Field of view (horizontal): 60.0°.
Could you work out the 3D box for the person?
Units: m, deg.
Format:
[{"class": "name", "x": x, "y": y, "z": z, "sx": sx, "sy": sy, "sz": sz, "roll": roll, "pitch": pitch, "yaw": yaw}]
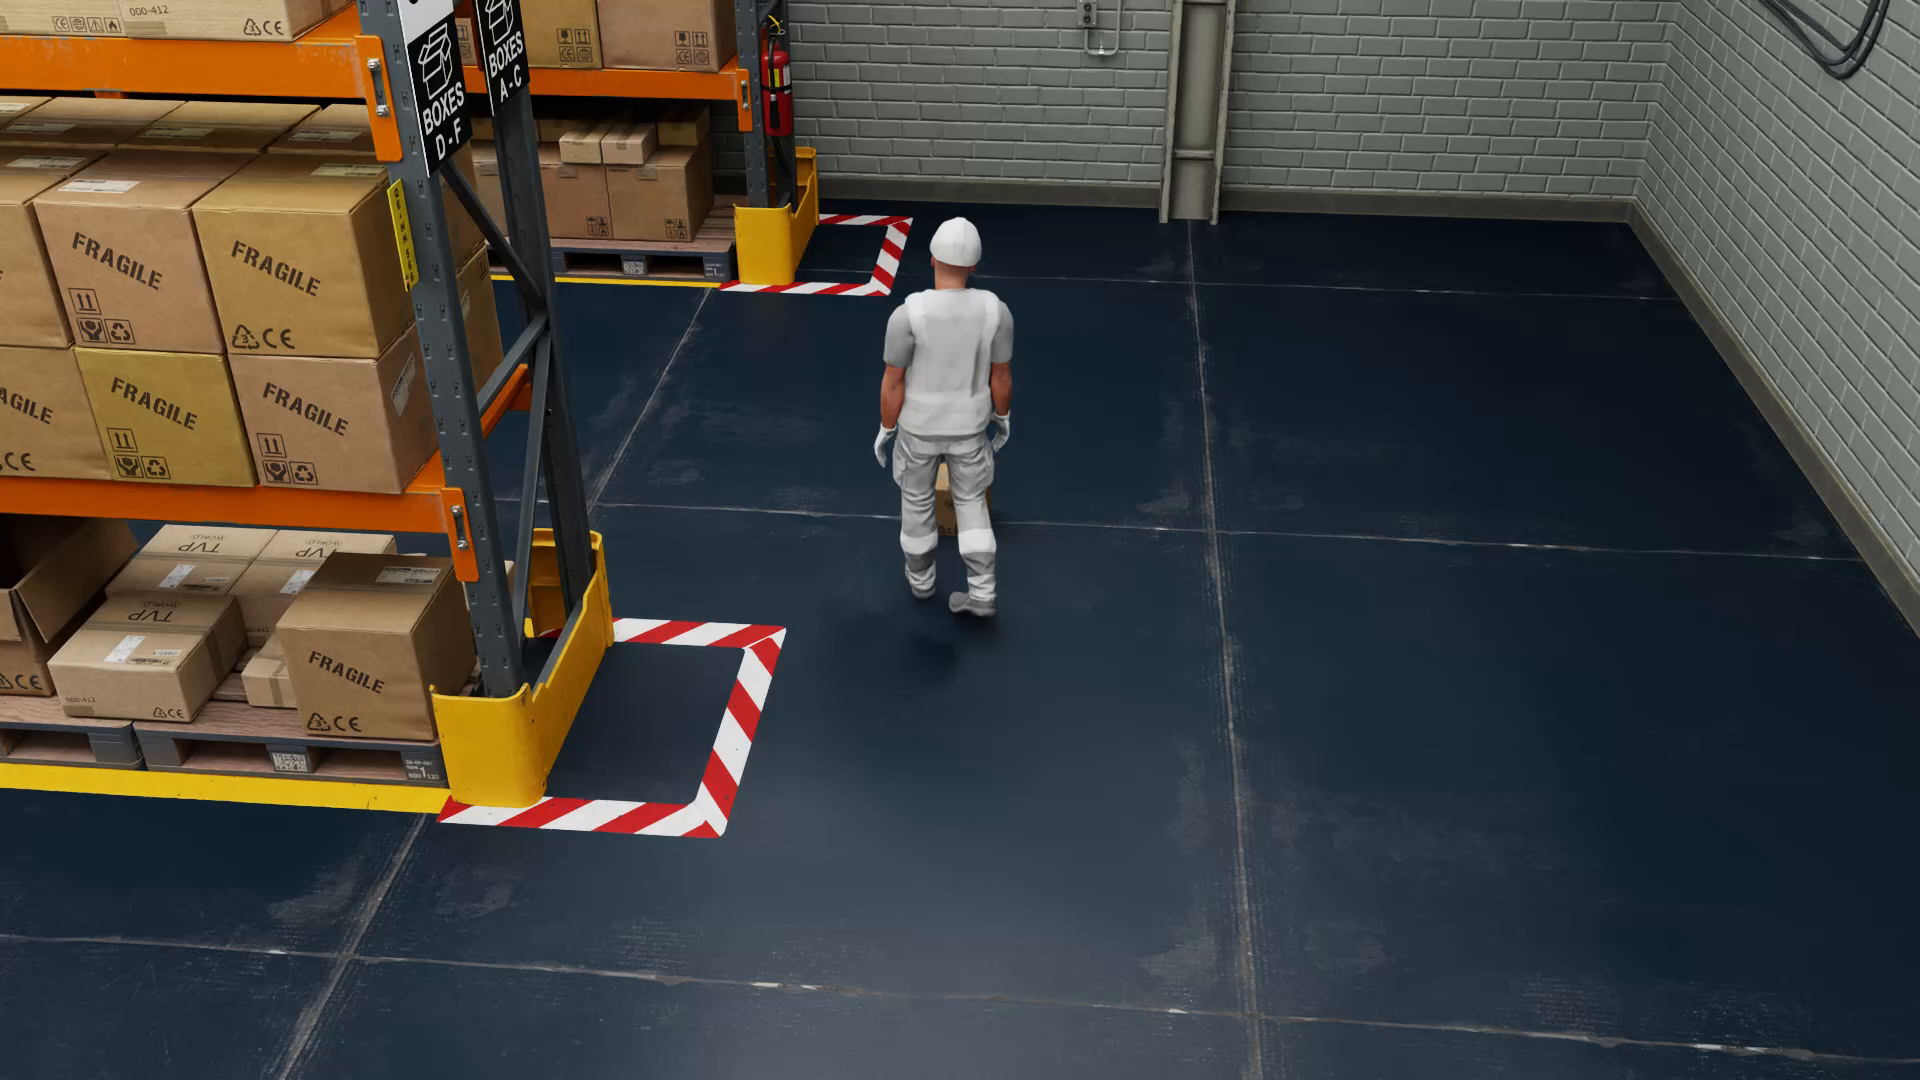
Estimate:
[{"class": "person", "x": -0.074, "y": -0.481, "z": 6.882, "sx": 0.585, "sy": 1.782, "sz": 0.670, "roll": -5, "pitch": 32, "yaw": -9}]
